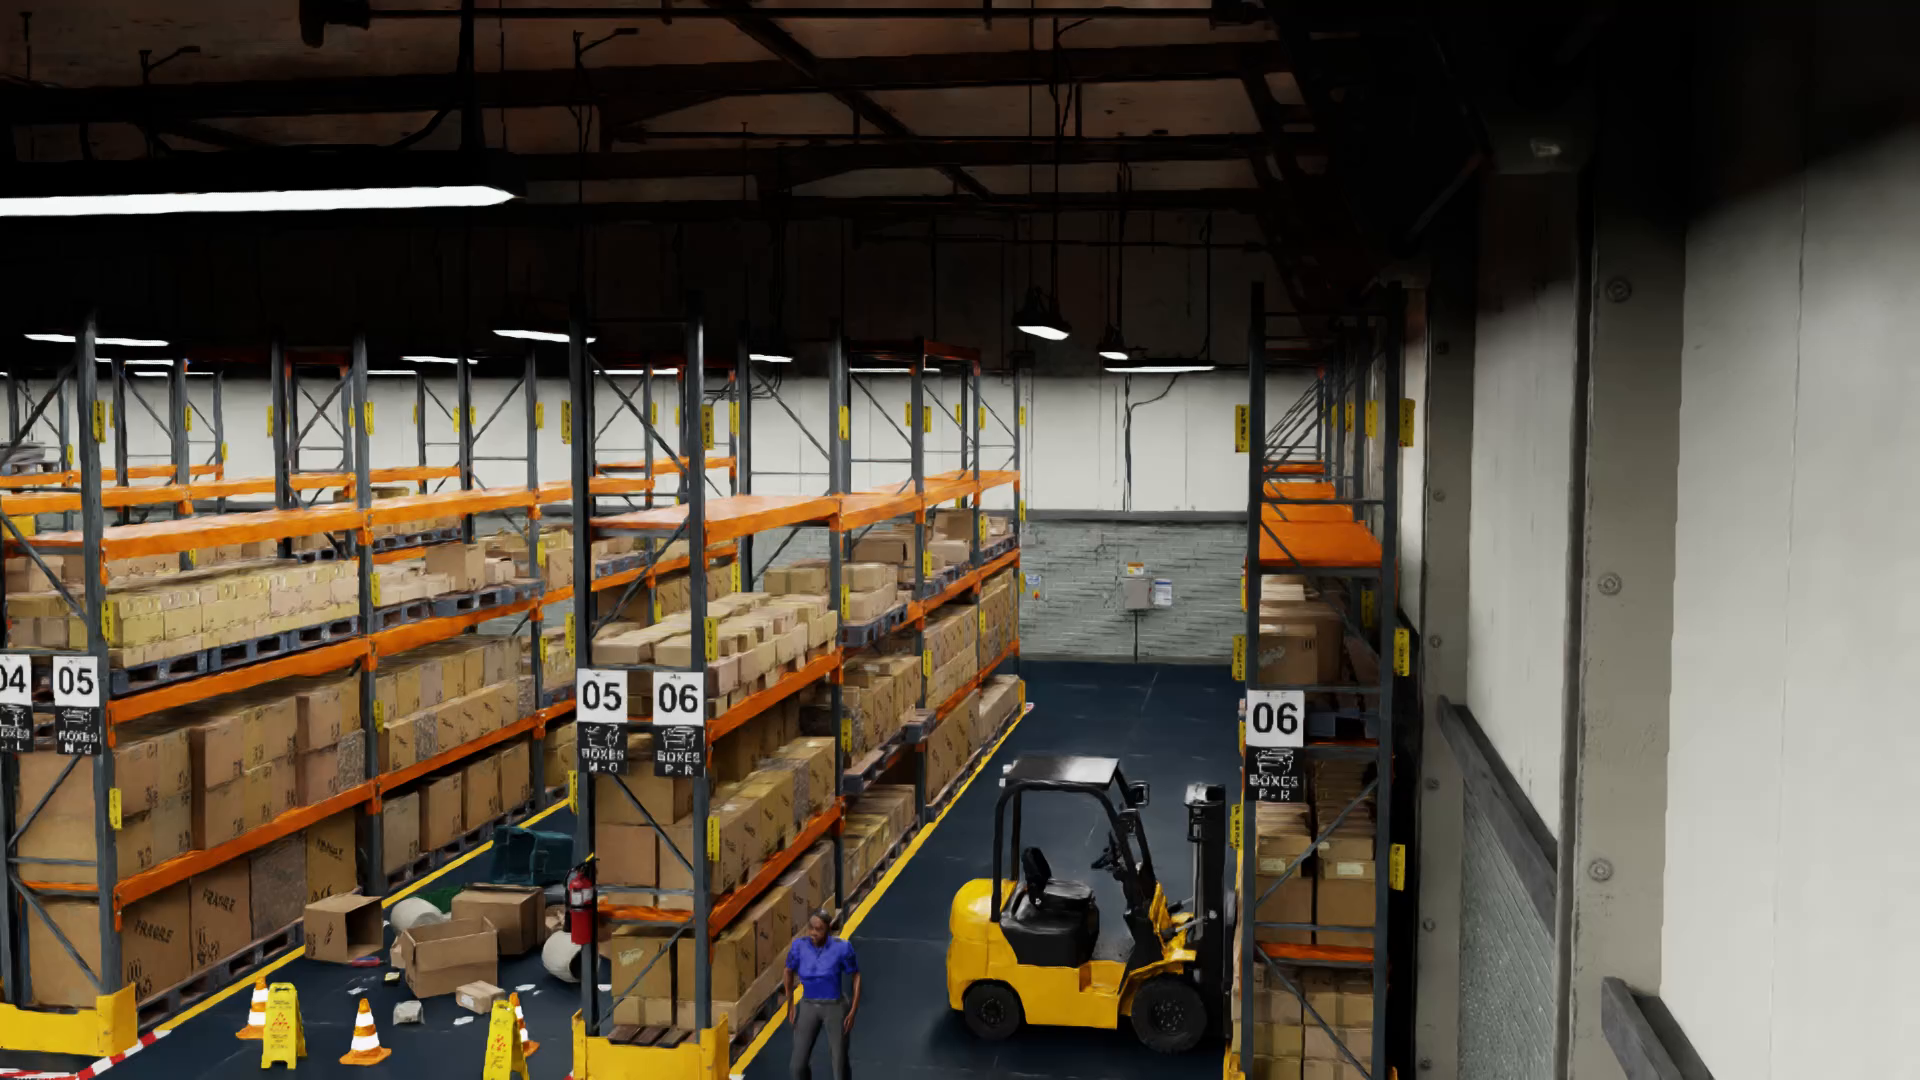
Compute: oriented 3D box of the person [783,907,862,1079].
[{"bbox_3d":[-0.993,3.417,12.034,0.592,1.581,0.518,1,5,9],"label":"person"}]
